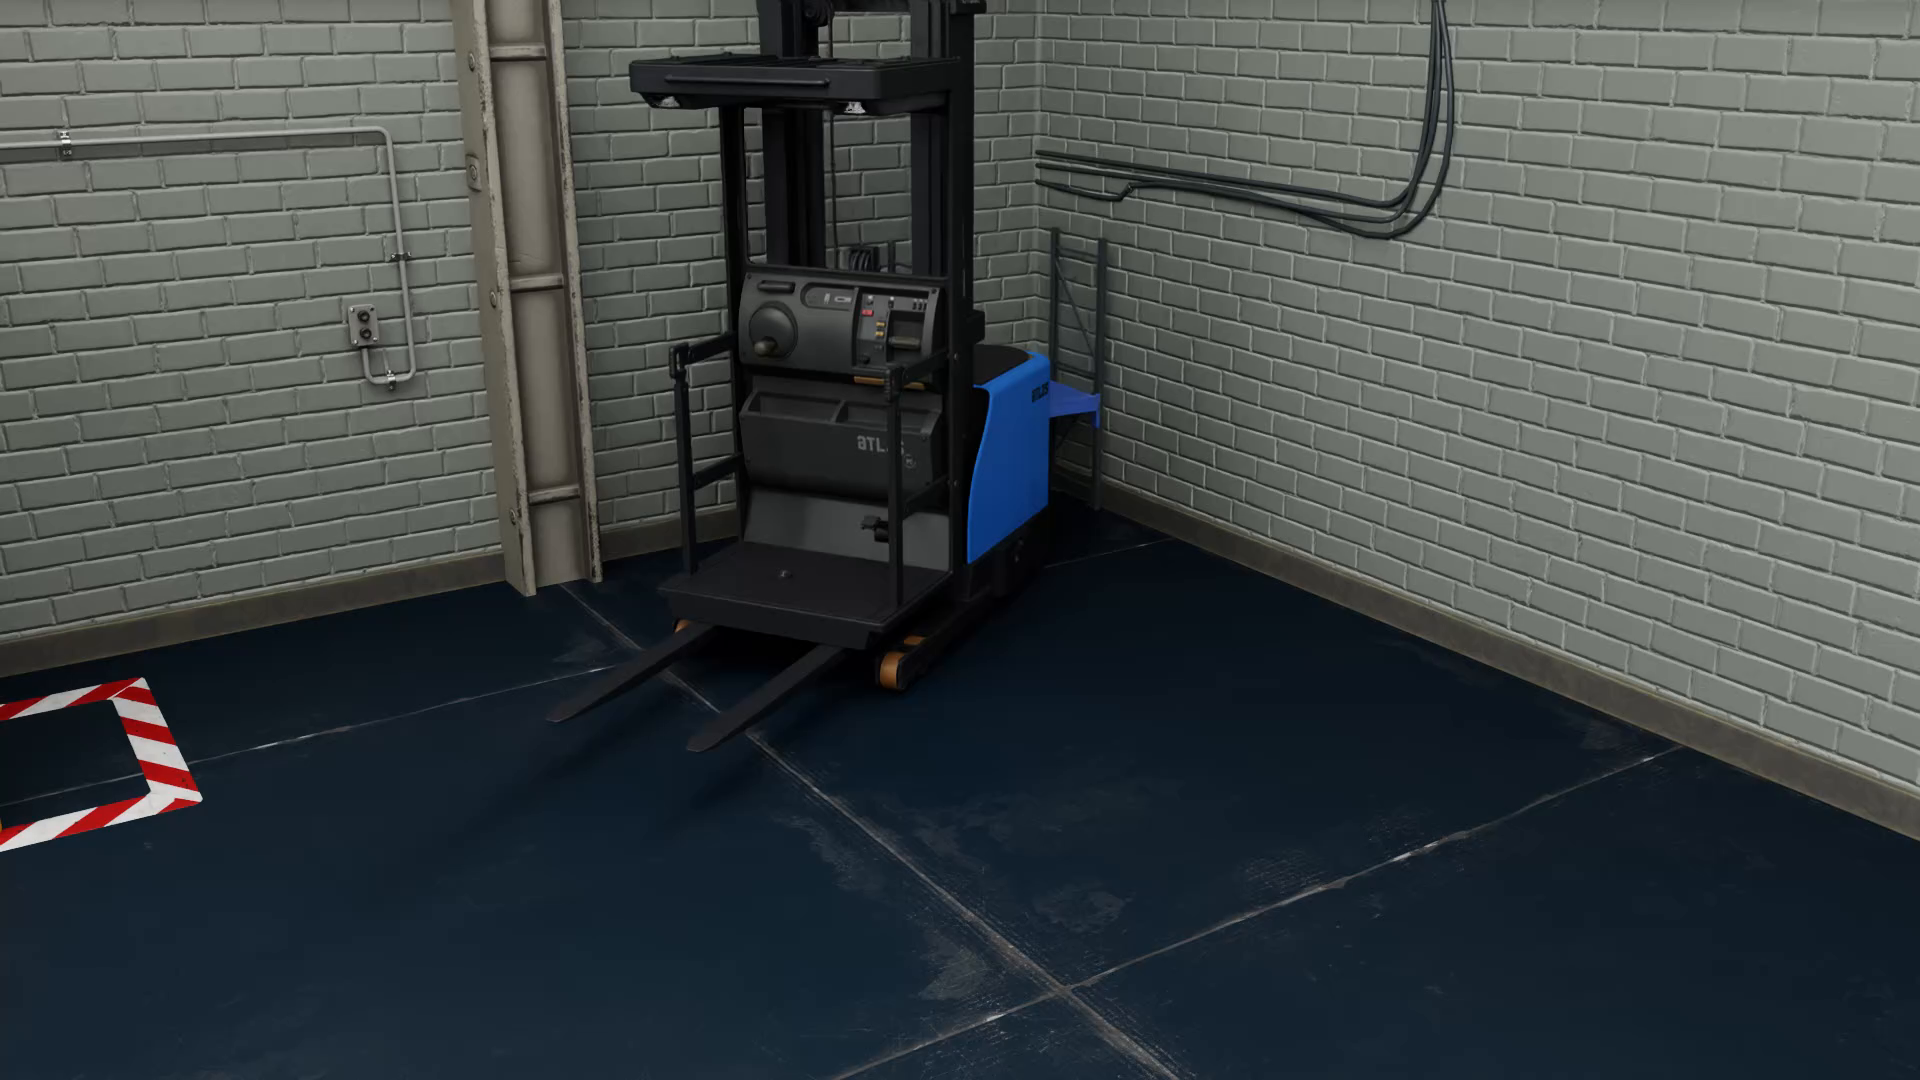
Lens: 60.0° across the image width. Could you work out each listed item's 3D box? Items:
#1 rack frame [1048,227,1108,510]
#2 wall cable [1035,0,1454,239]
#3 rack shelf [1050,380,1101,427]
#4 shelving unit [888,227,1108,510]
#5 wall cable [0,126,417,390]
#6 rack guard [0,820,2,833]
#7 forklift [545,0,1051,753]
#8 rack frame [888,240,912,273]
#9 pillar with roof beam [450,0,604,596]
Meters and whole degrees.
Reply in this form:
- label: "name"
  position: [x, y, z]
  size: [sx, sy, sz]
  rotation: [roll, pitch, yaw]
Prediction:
- label: "rack frame"
  position: [0.640, -0.947, 9.206]
  size: [0.032, 1.500, 0.500]
  rotation: [-10, 21, -28]
- label: "wall cable"
  position: [1.146, -2.791, 7.799]
  size: [0.112, 2.526, 3.097]
  rotation: [-12, 22, -31]
- label: "rack shelf"
  position: [0.200, -0.696, 9.022]
  size: [1.000, 0.185, 0.538]
  rotation: [-10, 21, -28]
- label: "shelving unit"
  position: [0.200, -0.866, 8.964]
  size: [1.048, 1.500, 0.538]
  rotation: [-10, 21, -28]
- label: "wall cable"
  position: [-3.225, -1.480, 6.851]
  size: [1.851, 1.984, 0.084]
  rotation: [-12, 22, -31]
- label: "rack guard"
  position: [-3.754, 0.660, 6.011]
  size: [0.348, 0.500, 1.175]
  rotation: [-12, 22, -31]
- label: "forklift"
  position: [-0.605, -0.918, 6.884]
  size: [1.130, 2.935, 3.031]
  rotation: [8, 20, 23]
- label: "rack frame"
  position: [-0.240, -0.785, 8.723]
  size: [0.032, 1.500, 0.500]
  rotation: [-10, 21, -28]
- label: "pillar with roof beam"
  position: [0.373, -2.917, 3.323]
  size: [0.400, 9.000, 9.100]
  rotation: [-12, 22, -31]
